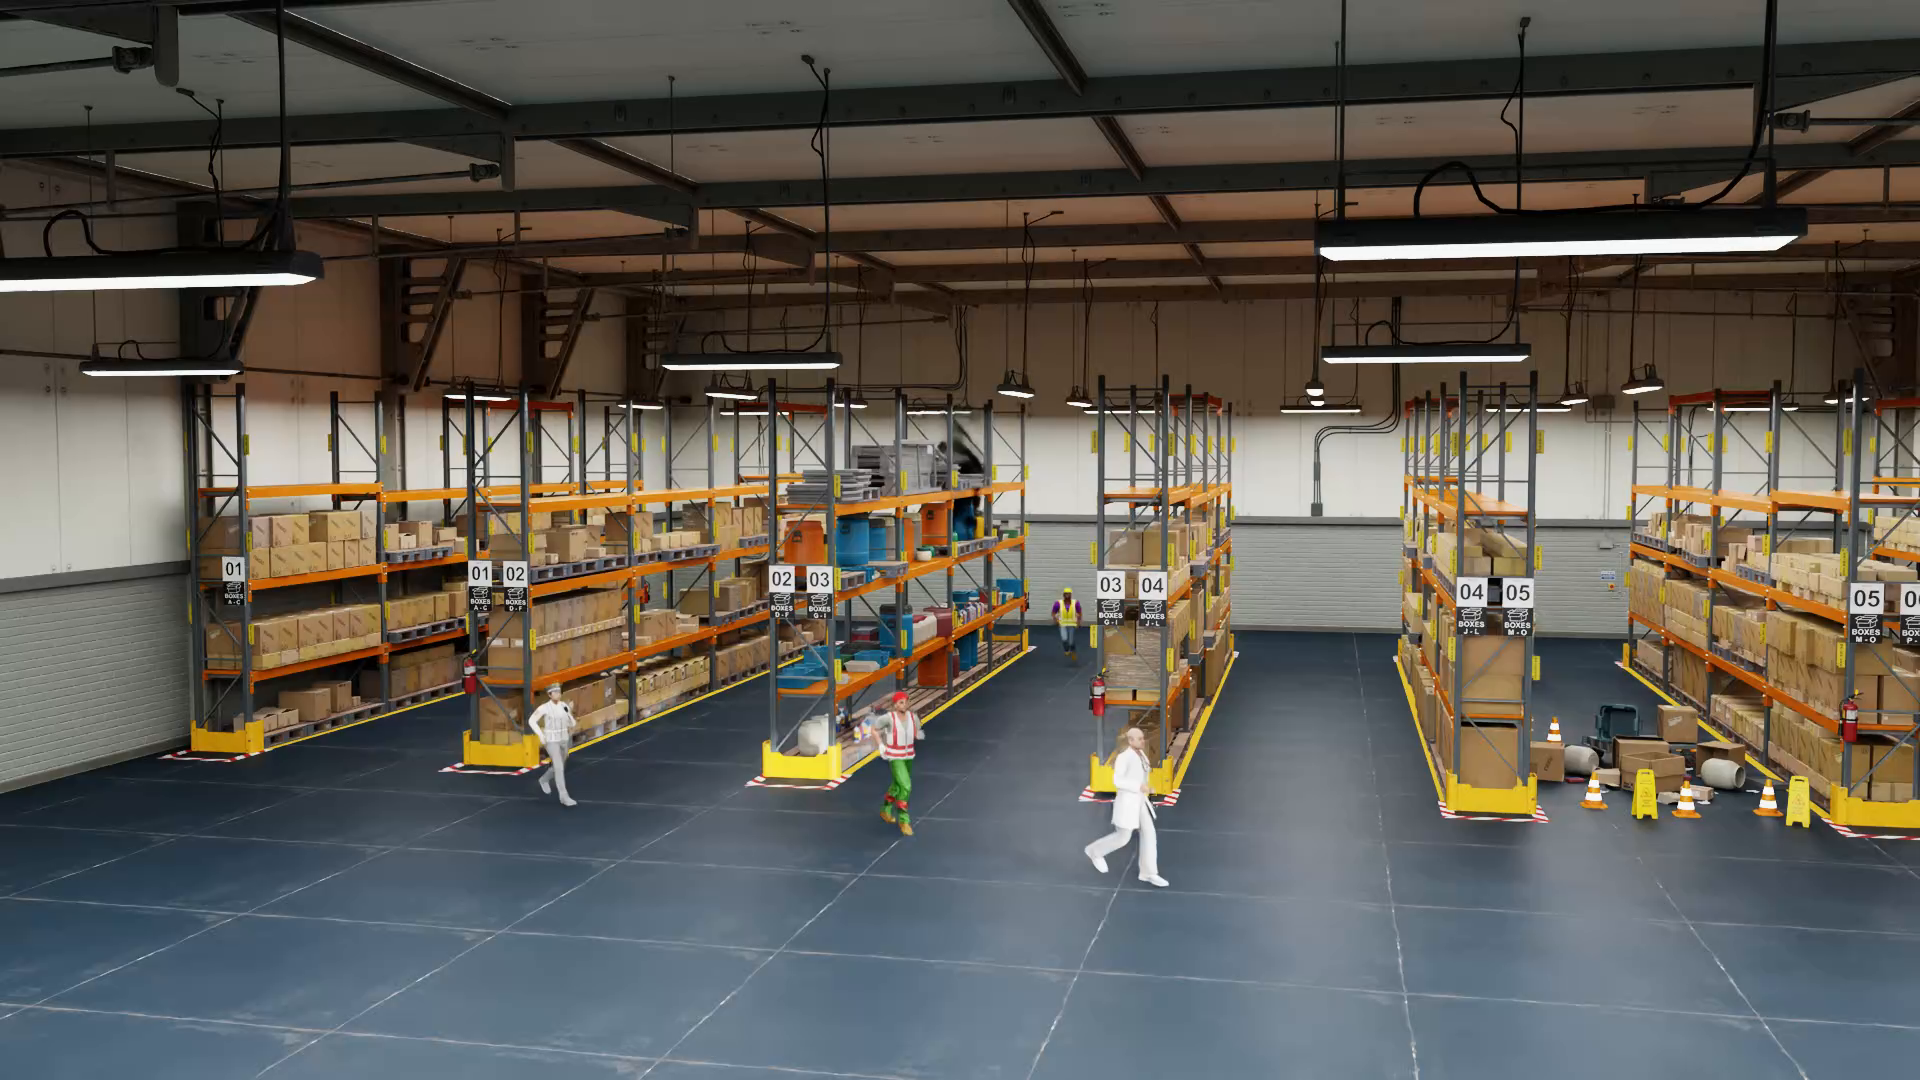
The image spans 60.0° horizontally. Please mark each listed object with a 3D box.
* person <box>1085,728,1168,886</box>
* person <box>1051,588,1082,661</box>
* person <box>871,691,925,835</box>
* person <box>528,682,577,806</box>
[{"bbox_3d":[1.916,3.020,19.014,1.035,1.772,0.689,3,4,38],"label":"person"},{"bbox_3d":[2.392,1.910,37.337,0.687,1.686,0.678,0,3,4],"label":"person"},{"bbox_3d":[-0.773,2.880,21.641,0.618,1.851,0.798,-3,4,-40],"label":"person"},{"bbox_3d":[-5.642,2.813,23.188,0.934,1.673,0.617,3,4,39],"label":"person"}]
